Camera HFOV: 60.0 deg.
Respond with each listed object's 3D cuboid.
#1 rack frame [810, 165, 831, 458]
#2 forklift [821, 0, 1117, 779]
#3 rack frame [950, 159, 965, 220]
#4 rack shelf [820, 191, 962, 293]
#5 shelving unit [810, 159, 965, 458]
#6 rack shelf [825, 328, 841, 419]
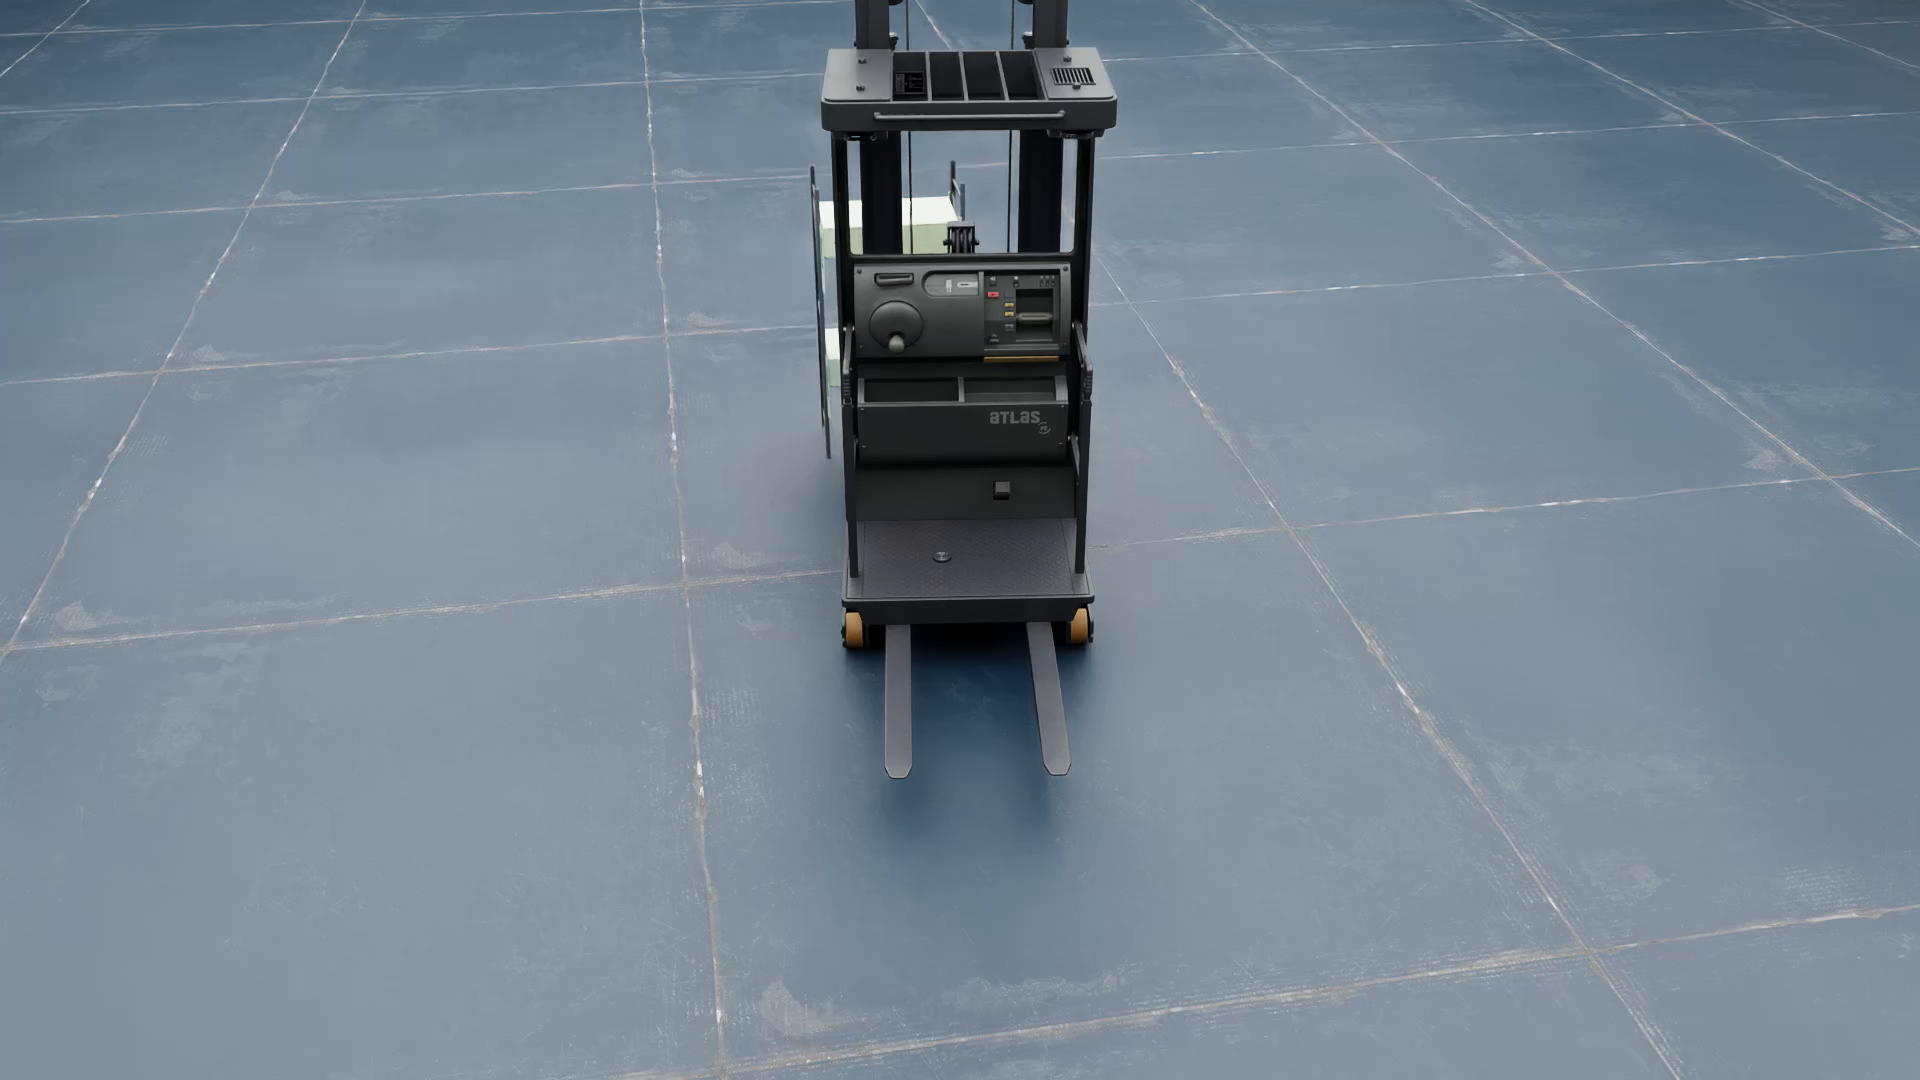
[{"bbox_3d":[-0.737,-1.189,8.792,0.023,1.500,0.400,-4,31,-7],"label":"rack frame"},{"bbox_3d":[0.021,-0.944,6.964,1.130,2.935,3.031,-1,30,-2],"label":"forklift"},{"bbox_3d":[-0.012,-1.240,8.878,0.023,1.500,0.400,-4,31,-7],"label":"rack frame"},{"bbox_3d":[-0.375,-1.551,8.638,0.720,0.370,0.431,-4,31,-7],"label":"rack shelf"},{"bbox_3d":[-0.375,-1.215,8.835,0.755,1.500,0.431,-4,31,-7],"label":"shelving unit"},{"bbox_3d":[-0.374,-0.933,8.999,0.720,0.370,0.431,-4,31,-7],"label":"rack shelf"}]
